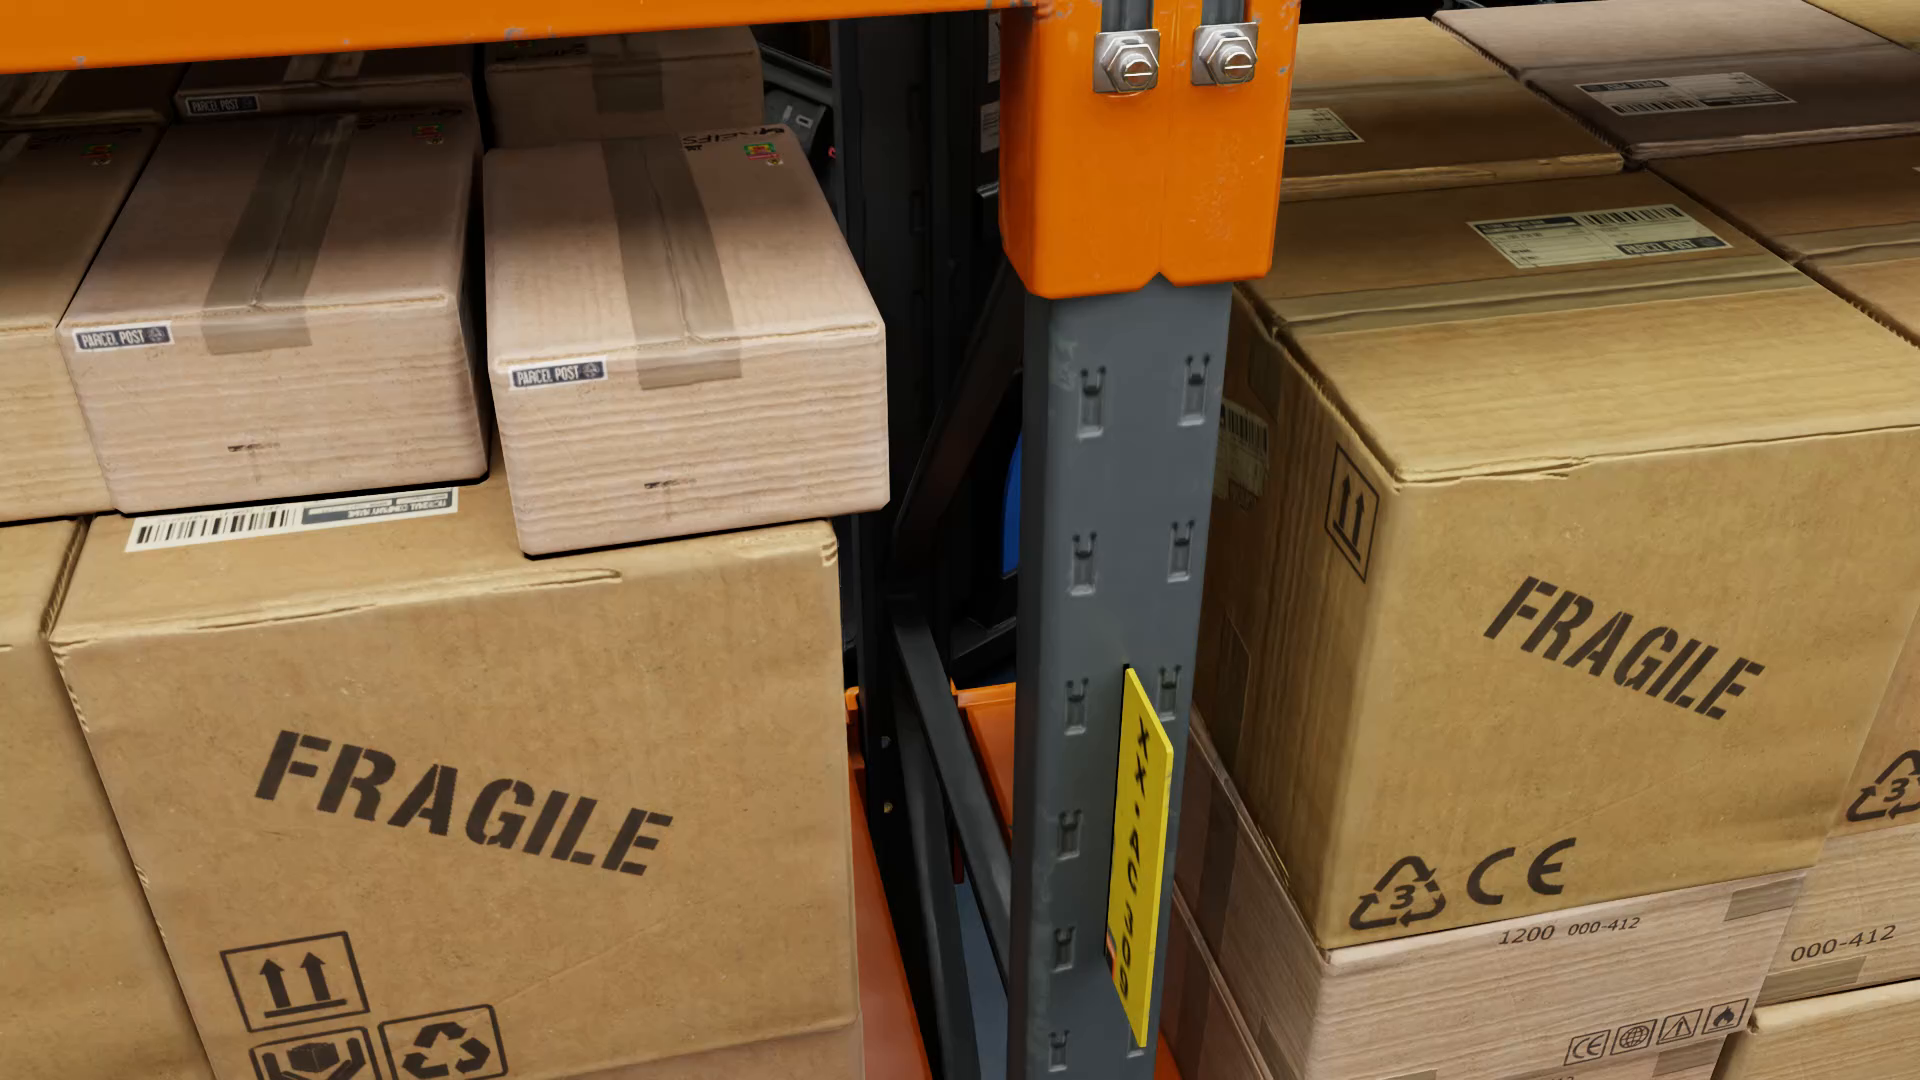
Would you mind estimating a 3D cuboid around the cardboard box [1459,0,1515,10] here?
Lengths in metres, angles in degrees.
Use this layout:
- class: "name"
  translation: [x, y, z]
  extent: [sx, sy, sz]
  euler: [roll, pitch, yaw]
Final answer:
- class: "cardboard box"
  translation: [2.242, -2.350, 7.345]
  extent: [0.250, 0.149, 0.380]
  euler: [-5, 34, -8]

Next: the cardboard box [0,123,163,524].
- class: "cardboard box"
  translation: [-0.740, -0.167, 1.237]
  extent: [0.250, 0.149, 0.380]
  euler: [-7, 35, -10]

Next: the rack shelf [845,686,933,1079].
- class: "rack shelf"
  translation: [-1.934, 0.894, 1.871]
  extent: [4.000, 0.370, 1.077]
  euler: [-7, 35, -11]

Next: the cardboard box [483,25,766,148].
- class: "cardboard box"
  translation: [-0.349, -0.479, 1.702]
  extent: [0.250, 0.149, 0.380]
  euler: [-8, 35, -11]

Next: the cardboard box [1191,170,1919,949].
- class: "cardboard box"
  translation: [0.509, -0.005, 1.578]
  extent: [0.500, 0.500, 0.500]
  euler: [-7, 34, -10]

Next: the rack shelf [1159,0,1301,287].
- class: "rack shelf"
  translation: [1.967, -0.843, 1.768]
  extent: [4.000, 0.370, 1.077]
  euler: [-7, 35, -11]

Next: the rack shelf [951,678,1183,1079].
- class: "rack shelf"
  translation: [1.967, 0.403, 2.604]
  extent: [4.000, 0.370, 1.077]
  euler: [-7, 35, -11]

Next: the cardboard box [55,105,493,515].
- class: "cardboard box"
  translation: [-0.495, -0.192, 1.275]
  extent: [0.250, 0.149, 0.380]
  euler: [-6, 34, -9]

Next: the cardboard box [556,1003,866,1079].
- class: "cardboard box"
  translation: [-0.380, 0.504, 1.717]
  extent: [0.500, 0.500, 0.500]
  euler: [-7, 34, -10]

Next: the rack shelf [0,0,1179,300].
- class: "rack shelf"
  translation: [-1.934, -0.351, 1.035]
  extent: [4.000, 0.370, 1.077]
  euler: [-7, 35, -11]

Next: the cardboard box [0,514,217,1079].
- class: "cardboard box"
  translation: [-0.880, 0.159, 1.334]
  extent: [0.500, 0.500, 0.500]
  euler: [-8, 35, -11]

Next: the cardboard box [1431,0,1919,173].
- class: "cardboard box"
  translation: [0.900, -0.366, 2.116]
  extent: [0.500, 0.500, 0.500]
  euler: [-7, 34, -10]

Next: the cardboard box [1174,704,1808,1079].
- class: "cardboard box"
  translation: [0.508, 0.304, 1.792]
  extent: [0.500, 0.250, 0.500]
  euler: [-8, 35, -12]

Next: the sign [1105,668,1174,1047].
- class: "sign"
  translation: [0.140, 0.259, 1.324]
  extent: [0.005, 0.325, 0.100]
  euler: [-7, 35, -11]

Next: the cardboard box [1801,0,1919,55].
- class: "cardboard box"
  translation: [1.399, -0.418, 2.193]
  extent: [0.500, 0.500, 0.500]
  euler: [-6, 34, -9]

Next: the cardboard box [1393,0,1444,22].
- class: "cardboard box"
  translation: [1.977, -2.332, 7.318]
  extent: [0.250, 0.149, 0.380]
  euler: [-6, 34, -9]

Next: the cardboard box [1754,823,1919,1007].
- class: "cardboard box"
  translation: [1.010, 0.224, 1.910]
  extent: [0.500, 0.250, 0.500]
  euler: [-7, 34, -10]

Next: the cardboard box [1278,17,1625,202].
- class: "cardboard box"
  translation: [0.397, -0.298, 2.016]
  extent: [0.500, 0.500, 0.500]
  euler: [-6, 34, -9]

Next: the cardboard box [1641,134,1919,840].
- class: "cardboard box"
  translation: [0.999, -0.082, 1.694]
  extent: [0.500, 0.500, 0.500]
  euler: [-7, 35, -11]

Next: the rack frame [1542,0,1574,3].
- class: "rack frame"
  translation: [2.819, -2.839, 6.789]
  extent: [0.127, 3.000, 1.000]
  euler: [-7, 35, -11]

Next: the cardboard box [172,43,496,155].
- class: "cardboard box"
  translation: [-0.595, -0.438, 1.642]
  extent: [0.250, 0.149, 0.380]
  euler: [-7, 34, -10]

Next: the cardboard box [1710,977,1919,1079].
- class: "cardboard box"
  translation: [1.008, 0.437, 2.041]
  extent: [0.500, 0.250, 0.500]
  euler: [-8, 35, -12]

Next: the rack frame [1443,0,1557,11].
- class: "rack frame"
  translation: [1.670, -1.101, 5.544]
  extent: [0.032, 1.500, 0.500]
  euler: [-12, 36, -17]

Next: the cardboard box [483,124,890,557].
- class: "cardboard box"
  translation: [-0.214, -0.165, 1.235]
  extent: [0.250, 0.149, 0.380]
  euler: [-8, 35, -12]

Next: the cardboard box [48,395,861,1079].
- class: "cardboard box"
  translation: [-0.383, 0.101, 1.420]
  extent: [0.500, 0.500, 0.500]
  euler: [-7, 35, -11]

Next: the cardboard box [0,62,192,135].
- class: "cardboard box"
  translation: [-0.835, -0.384, 1.561]
  extent: [0.250, 0.149, 0.380]
  euler: [-8, 35, -11]

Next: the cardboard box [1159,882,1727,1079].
- class: "cardboard box"
  translation: [0.504, 0.501, 1.945]
  extent: [0.500, 0.250, 0.500]
  euler: [-8, 35, -12]

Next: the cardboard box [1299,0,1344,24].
- class: "cardboard box"
  translation: [1.466, -2.275, 7.233]
  extent: [0.250, 0.149, 0.380]
  euler: [-9, 35, -13]

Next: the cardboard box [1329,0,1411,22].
- class: "cardboard box"
  translation: [1.752, -2.258, 7.207]
  extent: [0.250, 0.149, 0.380]
  euler: [-7, 34, -10]

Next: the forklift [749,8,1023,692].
- class: "forklift"
  translation: [-0.561, -0.911, 3.977]
  extent: [3.031, 2.935, 1.130]
  euler: [-26, 42, -33]

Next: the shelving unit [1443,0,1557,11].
- class: "shelving unit"
  translation: [1.185, -0.999, 5.393]
  extent: [1.083, 1.500, 0.587]
  euler: [-12, 36, -17]
